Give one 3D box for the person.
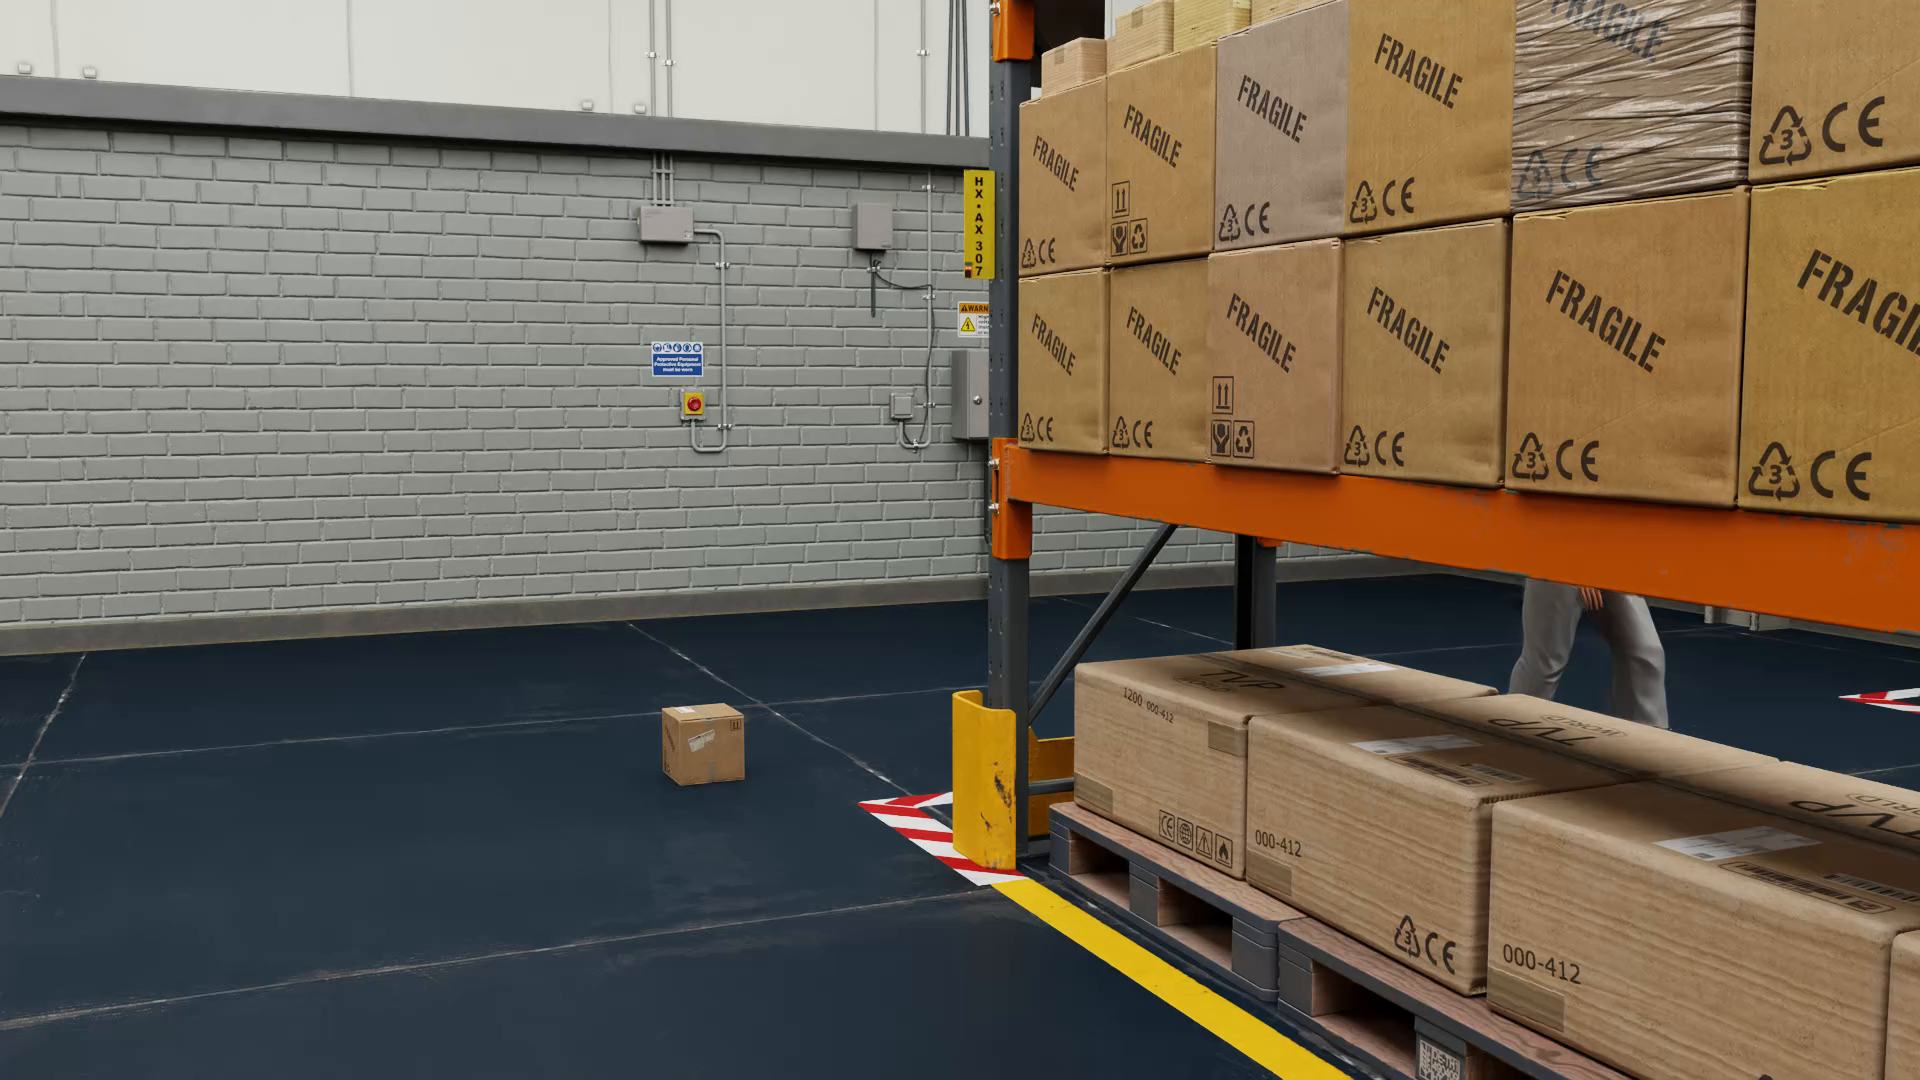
[{"bbox_3d":[2.190,0.115,5.839,0.481,1.691,0.723,-3,6,-31],"label":"person"}]
